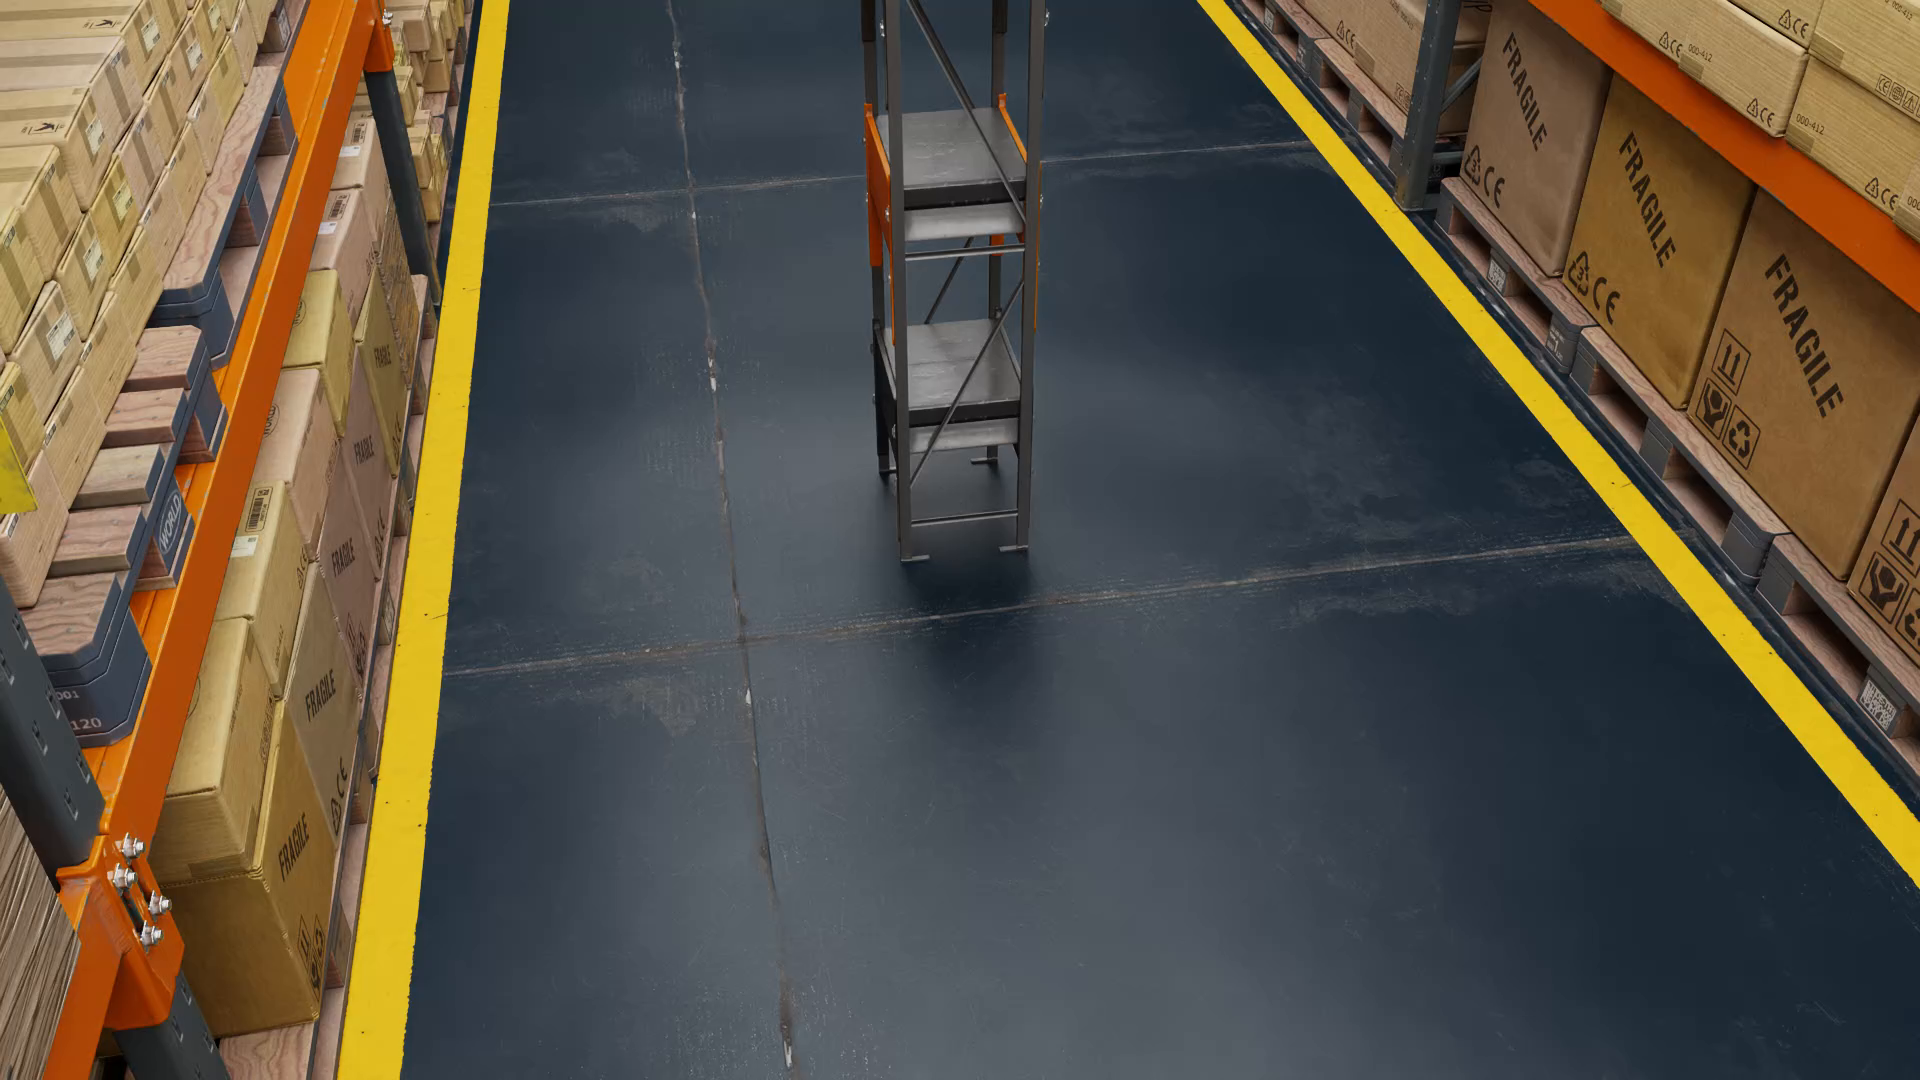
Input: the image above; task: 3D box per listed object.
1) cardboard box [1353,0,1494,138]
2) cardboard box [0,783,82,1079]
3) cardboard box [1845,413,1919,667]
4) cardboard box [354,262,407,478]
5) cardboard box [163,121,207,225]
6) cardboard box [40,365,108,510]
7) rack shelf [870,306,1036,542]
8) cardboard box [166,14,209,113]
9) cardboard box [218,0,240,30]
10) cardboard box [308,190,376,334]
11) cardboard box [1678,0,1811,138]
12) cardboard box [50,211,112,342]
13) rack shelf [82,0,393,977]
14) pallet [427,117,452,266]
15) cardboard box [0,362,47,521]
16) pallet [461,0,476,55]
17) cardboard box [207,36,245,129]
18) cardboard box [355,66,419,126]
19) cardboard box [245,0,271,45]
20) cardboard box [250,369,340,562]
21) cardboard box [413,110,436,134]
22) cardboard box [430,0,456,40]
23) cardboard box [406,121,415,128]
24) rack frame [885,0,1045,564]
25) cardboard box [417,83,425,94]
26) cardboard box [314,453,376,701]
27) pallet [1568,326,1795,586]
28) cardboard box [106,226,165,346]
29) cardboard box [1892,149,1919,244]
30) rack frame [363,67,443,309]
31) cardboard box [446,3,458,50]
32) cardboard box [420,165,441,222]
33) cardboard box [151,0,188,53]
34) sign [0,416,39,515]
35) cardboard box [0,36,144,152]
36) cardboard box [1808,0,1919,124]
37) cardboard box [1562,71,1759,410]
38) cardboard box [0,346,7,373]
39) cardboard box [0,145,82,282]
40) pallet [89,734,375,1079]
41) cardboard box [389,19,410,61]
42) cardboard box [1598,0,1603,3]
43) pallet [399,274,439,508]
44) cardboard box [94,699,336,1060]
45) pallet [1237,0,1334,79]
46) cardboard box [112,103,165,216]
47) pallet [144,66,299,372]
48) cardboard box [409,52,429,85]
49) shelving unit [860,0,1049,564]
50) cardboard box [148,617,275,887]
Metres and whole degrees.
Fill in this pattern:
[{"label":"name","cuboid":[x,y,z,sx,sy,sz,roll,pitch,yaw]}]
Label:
[{"label":"cardboard box","cuboid":[2.349,-2.198,7.380,0.875,0.438,0.875,-7,38,-9]},{"label":"cardboard box","cuboid":[-1.458,0.560,2.003,0.500,0.500,0.500,-6,38,-8]},{"label":"cardboard box","cuboid":[3.015,0.010,4.182,0.875,0.875,0.875,-7,38,-8]},{"label":"cardboard box","cuboid":[-2.035,-0.509,5.155,0.500,0.500,0.500,-7,38,-9]},{"label":"cardboard box","cuboid":[-1.915,-0.803,3.701,0.380,0.149,0.250,-6,38,-7]},{"label":"cardboard box","cuboid":[-1.727,-0.164,2.879,0.380,0.149,0.250,-4,38,-6]},{"label":"rack shelf","cuboid":[-0.029,-0.366,5.172,0.431,0.518,0.480,-6,38,-8]},{"label":"cardboard box","cuboid":[-1.966,-1.082,3.817,0.380,0.149,0.250,-5,38,-6]},{"label":"cardboard box","cuboid":[-2.053,-1.394,4.219,0.380,0.149,0.250,-8,39,-10]},{"label":"cardboard box","cuboid":[-2.046,-0.800,4.919,0.500,0.250,0.500,-5,38,-6]},{"label":"cardboard box","cuboid":[2.416,-1.373,4.695,0.500,0.250,0.500,-7,38,-9]},{"label":"cardboard box","cuboid":[-1.788,-0.466,3.025,0.380,0.149,0.250,-7,38,-9]},{"label":"rack shelf","cuboid":[-2.152,-0.568,4.122,1.077,0.370,4.000,-6,38,-8]},{"label":"pallet","cuboid":[-2.655,-1.360,6.829,1.003,0.211,1.213,-6,38,-8]},{"label":"cardboard box","cuboid":[-1.688,-0.141,2.607,0.380,0.149,0.250,-5,38,-6]},{"label":"pallet","cuboid":[-3.083,-2.834,8.726,1.003,0.211,1.213,-6,38,-8]},{"label":"cardboard box","cuboid":[-2.006,-1.121,4.111,0.380,0.149,0.250,-5,38,-6]},{"label":"cardboard box","cuboid":[-2.349,-1.738,6.538,0.380,0.149,0.250,-4,38,-6]},{"label":"cardboard box","cuboid":[-2.106,-1.449,4.532,0.380,0.149,0.250,-8,39,-10]},{"label":"cardboard box","cuboid":[-1.847,-0.168,4.105,0.500,0.250,0.500,-6,38,-8]},{"label":"cardboard box","cuboid":[-2.391,-1.660,6.923,0.380,0.149,0.250,-6,38,-8]},{"label":"cardboard box","cuboid":[-2.531,-2.400,7.633,0.380,0.149,0.250,-6,38,-7]},{"label":"cardboard box","cuboid":[-2.383,-1.614,6.621,0.380,0.149,0.250,-6,38,-8]},{"label":"rack frame","cuboid":[0.014,-0.782,4.545,0.400,2.100,0.015,-6,38,-8]},{"label":"cardboard box","cuboid":[-2.566,-1.966,7.317,0.380,0.149,0.250,-8,39,-10]},{"label":"cardboard box","cuboid":[-1.860,0.110,4.359,0.500,0.500,0.500,-7,38,-9]},{"label":"pallet","cuboid":[2.780,-0.356,5.536,1.003,0.211,1.213,-6,38,-8]},{"label":"cardboard box","cuboid":[-1.824,-0.490,3.298,0.380,0.149,0.250,-5,38,-6]},{"label":"cardboard box","cuboid":[2.605,-0.762,3.909,0.500,0.250,0.500,-6,38,-7]},{"label":"rack frame","cuboid":[-2.502,-2.060,5.456,1.000,3.000,0.127,-6,38,-8]},{"label":"cardboard box","cuboid":[-2.609,-2.445,7.933,0.380,0.149,0.250,-6,38,-7]},{"label":"cardboard box","cuboid":[-2.250,-1.354,6.530,0.380,0.149,0.250,-8,39,-10]},{"label":"cardboard box","cuboid":[-1.963,-1.190,3.714,0.380,0.149,0.250,-7,38,-9]},{"label":"sign","cuboid":[-1.255,-0.163,2.071,0.100,0.325,0.005,-6,38,-8]},{"label":"cardboard box","cuboid":[-1.875,-0.879,3.314,0.380,0.149,0.250,-5,38,-6]},{"label":"cardboard box","cuboid":[2.516,-1.257,4.138,0.500,0.250,0.500,-7,38,-9]},{"label":"cardboard box","cuboid":[2.707,-1.069,5.571,0.875,0.875,0.875,-5,38,-7]},{"label":"cardboard box","cuboid":[-1.692,-0.248,2.502,0.380,0.149,0.250,-6,38,-8]},{"label":"cardboard box","cuboid":[-1.780,-0.556,2.898,0.380,0.149,0.250,-6,38,-8]},{"label":"pallet","cuboid":[-1.936,0.985,3.810,1.003,0.211,1.213,-6,38,-8]},{"label":"cardboard box","cuboid":[-2.510,-2.040,6.928,0.380,0.149,0.250,-7,38,-9]},{"label":"cardboard box","cuboid":[2.263,-1.987,5.485,0.500,0.250,0.500,-7,38,-9]},{"label":"pallet","cuboid":[-2.364,-0.489,5.707,1.003,0.211,1.213,-6,38,-8]},{"label":"cardboard box","cuboid":[-1.674,0.723,3.570,0.500,0.500,0.500,-8,39,-10]},{"label":"pallet","cuboid":[2.080,-2.758,8.628,1.003,0.211,1.213,-6,38,-8]},{"label":"cardboard box","cuboid":[-1.875,-0.769,3.415,0.380,0.149,0.250,-6,38,-8]},{"label":"pallet","cuboid":[-2.188,-0.759,3.939,1.003,0.211,1.213,-6,38,-8]},{"label":"cardboard box","cuboid":[-2.531,-2.089,7.233,0.380,0.149,0.250,-5,38,-6]},{"label":"shelving unit","cuboid":[-0.029,-0.929,4.735,0.431,2.100,0.503,-6,38,-8]},{"label":"cardboard box","cuboid":[-1.683,0.439,3.324,0.500,0.250,0.500,-8,39,-10]}]
